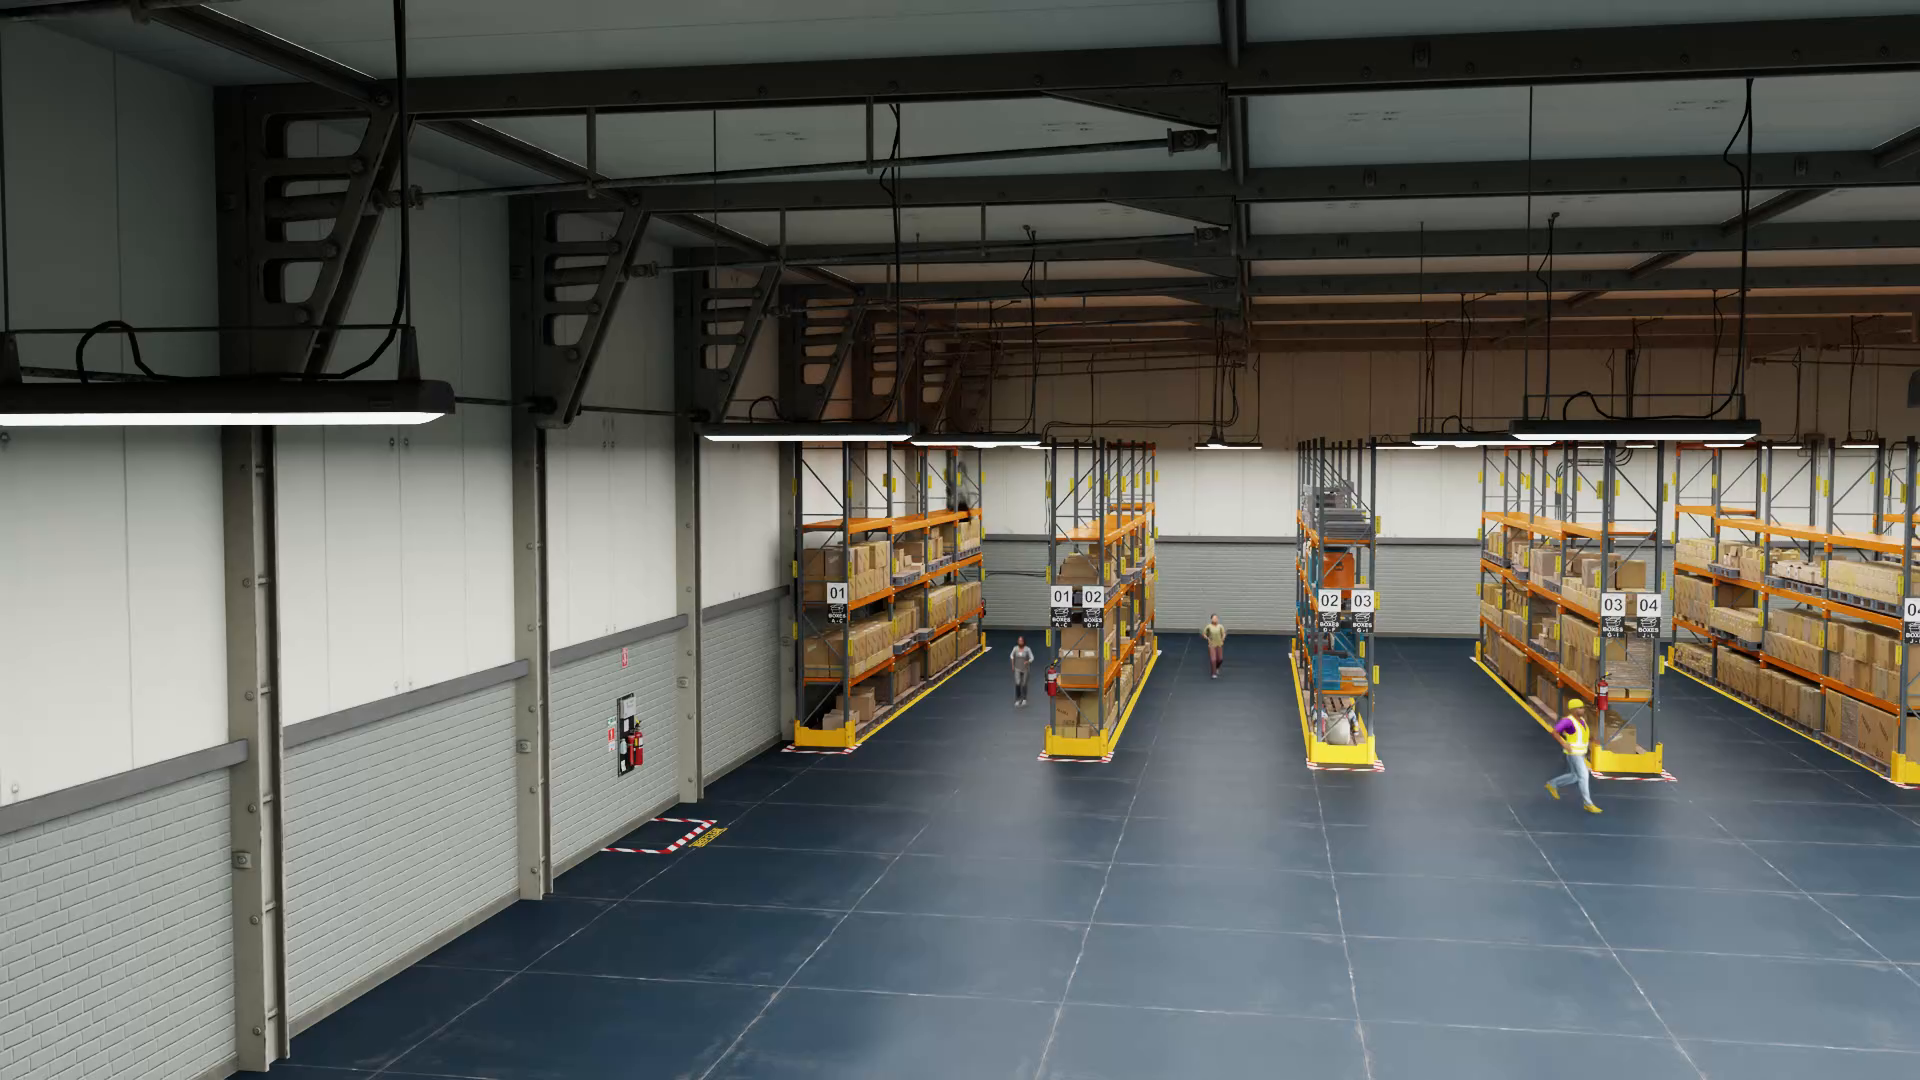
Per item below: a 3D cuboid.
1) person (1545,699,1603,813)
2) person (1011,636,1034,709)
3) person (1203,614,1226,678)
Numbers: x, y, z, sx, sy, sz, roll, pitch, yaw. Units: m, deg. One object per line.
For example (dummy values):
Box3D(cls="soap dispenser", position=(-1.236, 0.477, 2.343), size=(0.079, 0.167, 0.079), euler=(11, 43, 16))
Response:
Box3D(cls="person", position=(9.841, 3.427, 26.637), size=(0.968, 1.773, 0.700), euler=(3, 4, 42))
Box3D(cls="person", position=(1.370, 2.964, 37.220), size=(0.508, 1.614, 0.650), euler=(0, 3, 8))
Box3D(cls="person", position=(6.444, 2.683, 42.055), size=(0.577, 1.622, 0.560), euler=(0, 3, 0))
